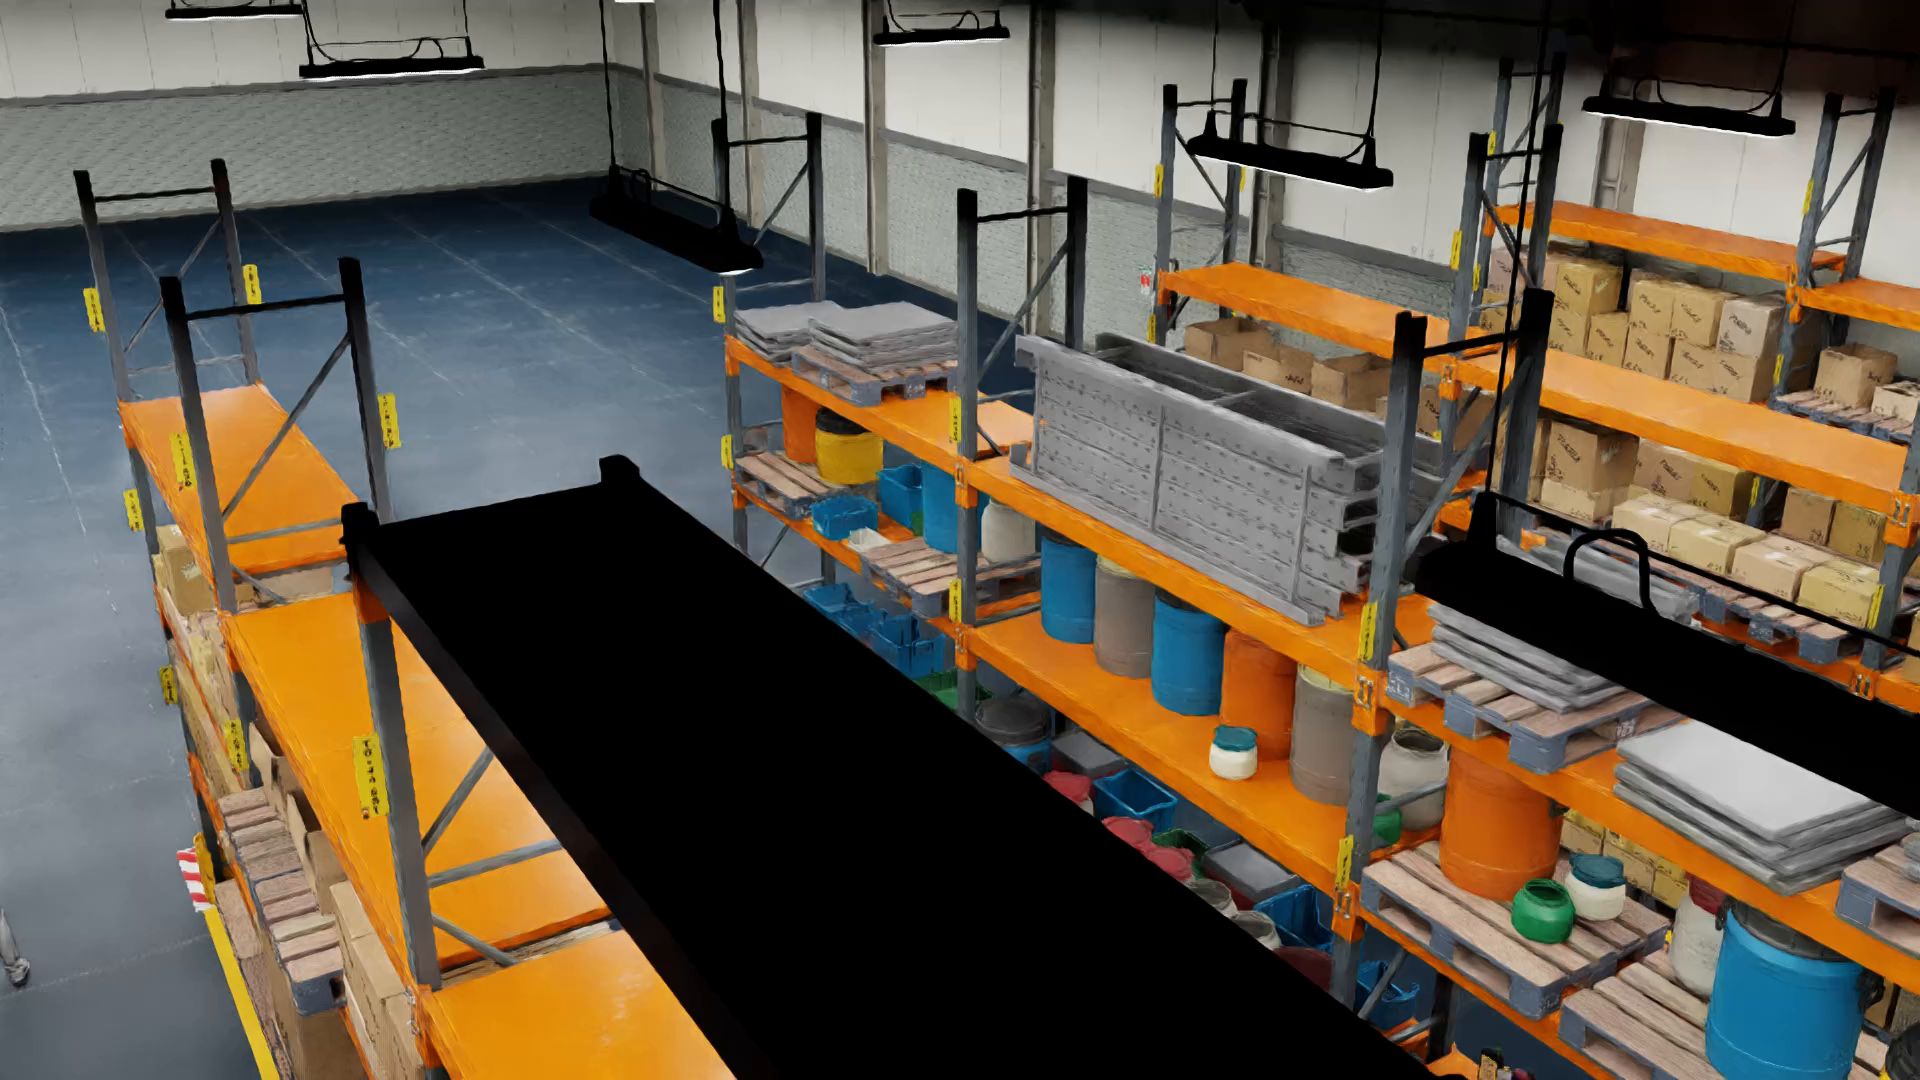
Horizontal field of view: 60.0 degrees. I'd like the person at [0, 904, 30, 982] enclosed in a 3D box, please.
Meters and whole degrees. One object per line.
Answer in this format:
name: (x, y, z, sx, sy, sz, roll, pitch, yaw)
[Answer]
person: (-7.633, 2.623, 12.676, 0.783, 1.615, 0.644, 17, 27, 36)
